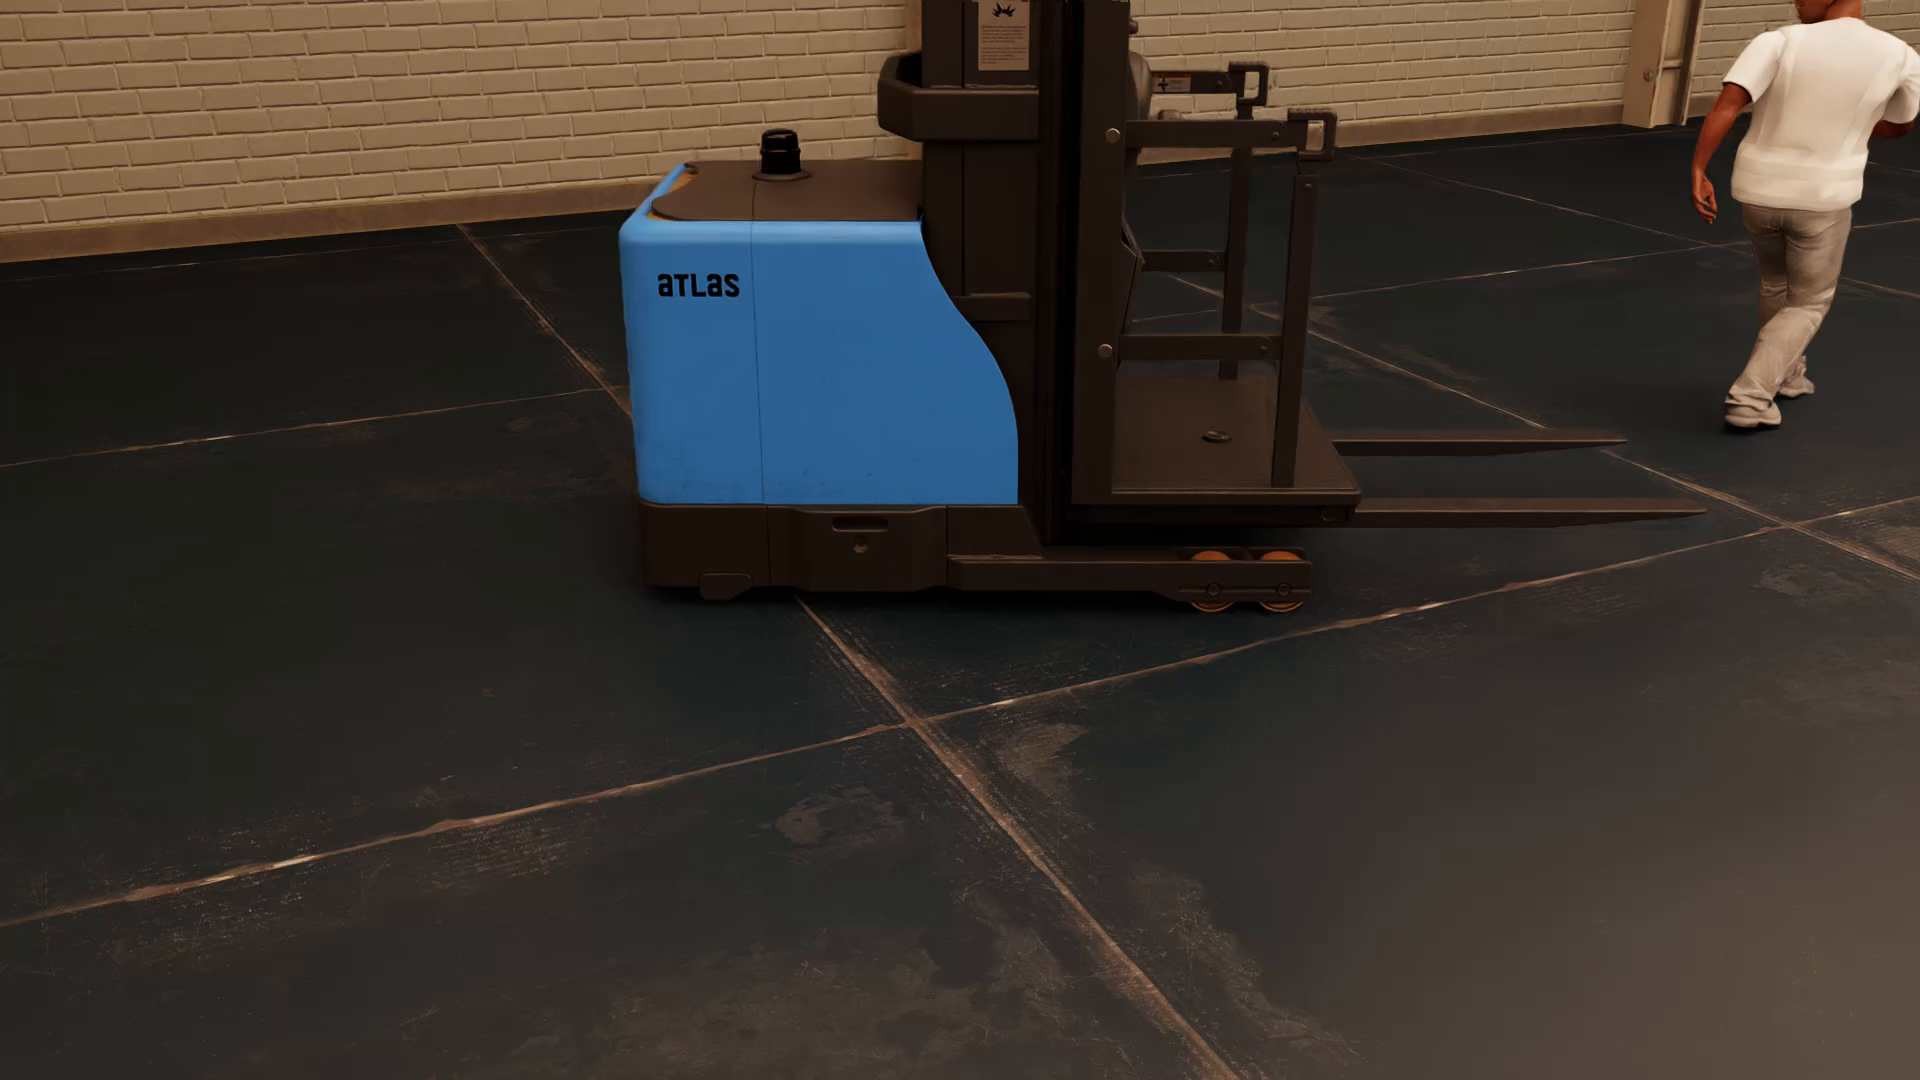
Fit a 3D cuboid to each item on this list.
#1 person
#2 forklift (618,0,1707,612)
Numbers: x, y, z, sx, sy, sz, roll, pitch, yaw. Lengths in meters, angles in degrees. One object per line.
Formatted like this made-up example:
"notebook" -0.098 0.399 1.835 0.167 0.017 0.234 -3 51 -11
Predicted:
"person" 3.022 -1.249 5.958 0.582 1.704 0.987 17 28 35
"forklift" 0.610 -1.358 4.555 3.031 2.935 1.130 0 23 0
